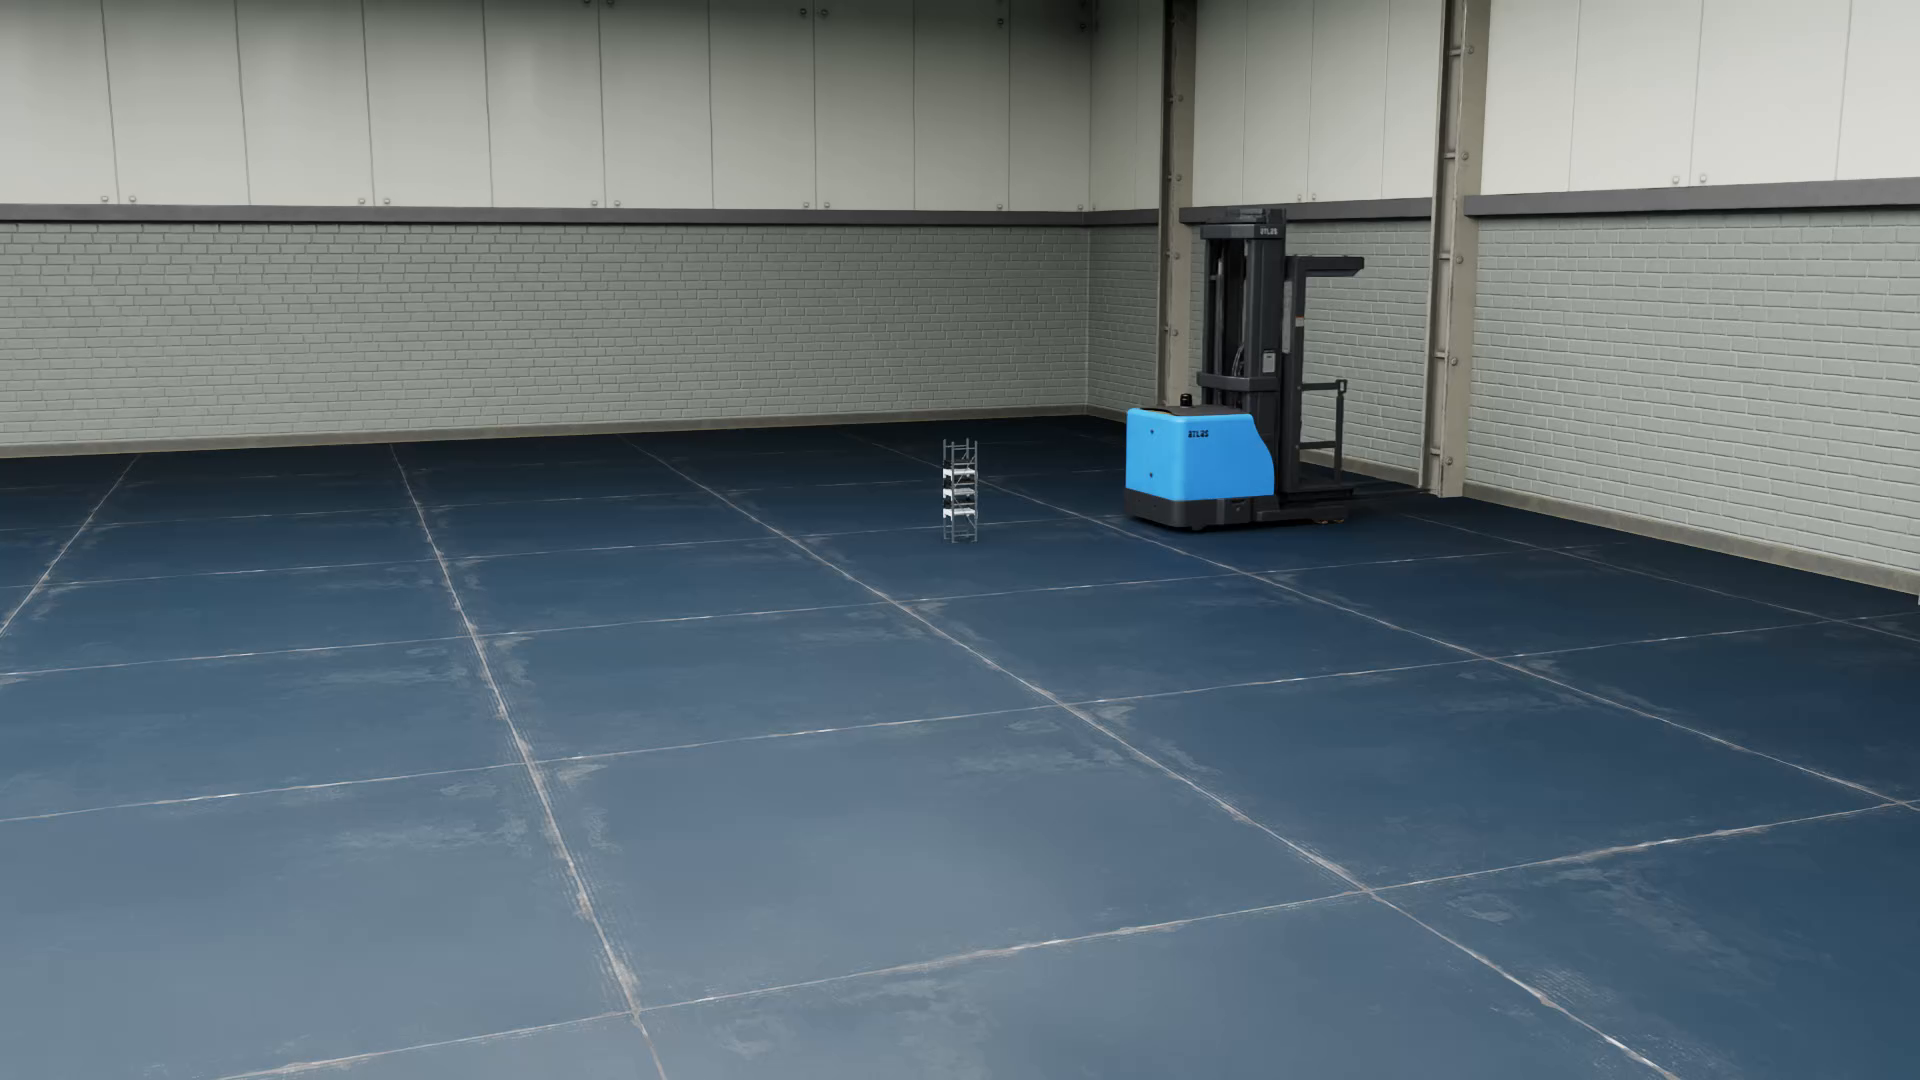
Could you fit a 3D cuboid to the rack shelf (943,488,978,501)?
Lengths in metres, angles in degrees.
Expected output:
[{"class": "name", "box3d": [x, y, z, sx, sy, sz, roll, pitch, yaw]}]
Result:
[{"class": "rack shelf", "box3d": [0.003, -0.409, 14.840, 0.258, 0.077, 0.200, -4, 11, -21]}]

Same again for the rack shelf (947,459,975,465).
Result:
[{"class": "rack shelf", "box3d": [0.003, -0.695, 14.789, 0.221, 0.026, 0.190, -4, 11, -21]}]

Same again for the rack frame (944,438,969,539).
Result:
[{"class": "rack frame", "box3d": [-0.034, -0.458, 14.927, 0.240, 0.900, 0.006, -4, 11, -21]}]

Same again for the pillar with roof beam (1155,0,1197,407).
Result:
[{"class": "pillar with roof beam", "box3d": [-1.081, -5.621, 20.827, 9.100, 9.000, 0.400, -4, 11, -21]}]

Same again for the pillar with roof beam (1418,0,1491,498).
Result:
[{"class": "pillar with roof beam", "box3d": [1.093, -4.642, 15.321, 9.100, 9.000, 0.400, -4, 11, -21]}]

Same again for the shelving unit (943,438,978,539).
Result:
[{"class": "shelving unit", "box3d": [0.002, -0.442, 14.836, 0.258, 0.900, 0.205, -4, 11, -21]}]

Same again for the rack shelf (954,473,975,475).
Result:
[{"class": "rack shelf", "box3d": [0.003, -0.601, 14.806, 0.199, 0.015, 0.184, -4, 11, -21]}]

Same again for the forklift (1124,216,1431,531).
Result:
[{"class": "forklift", "box3d": [3.145, -1.640, 15.956, 3.031, 2.867, 1.129, -4, 11, -23]}]

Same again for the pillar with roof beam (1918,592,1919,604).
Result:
[{"class": "pillar with roof beam", "box3d": [3.267, -3.663, 9.816, 9.100, 9.000, 0.400, -4, 11, -21]}]

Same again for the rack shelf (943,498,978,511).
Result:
[{"class": "rack shelf", "box3d": [0.003, -0.320, 14.855, 0.258, 0.077, 0.200, -4, 11, -21]}]

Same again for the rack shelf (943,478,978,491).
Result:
[{"class": "rack shelf", "box3d": [0.003, -0.498, 14.824, 0.258, 0.077, 0.200, -4, 11, -21]}]

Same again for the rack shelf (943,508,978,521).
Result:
[{"class": "rack shelf", "box3d": [0.003, -0.232, 14.871, 0.258, 0.077, 0.200, -4, 11, -21]}]
